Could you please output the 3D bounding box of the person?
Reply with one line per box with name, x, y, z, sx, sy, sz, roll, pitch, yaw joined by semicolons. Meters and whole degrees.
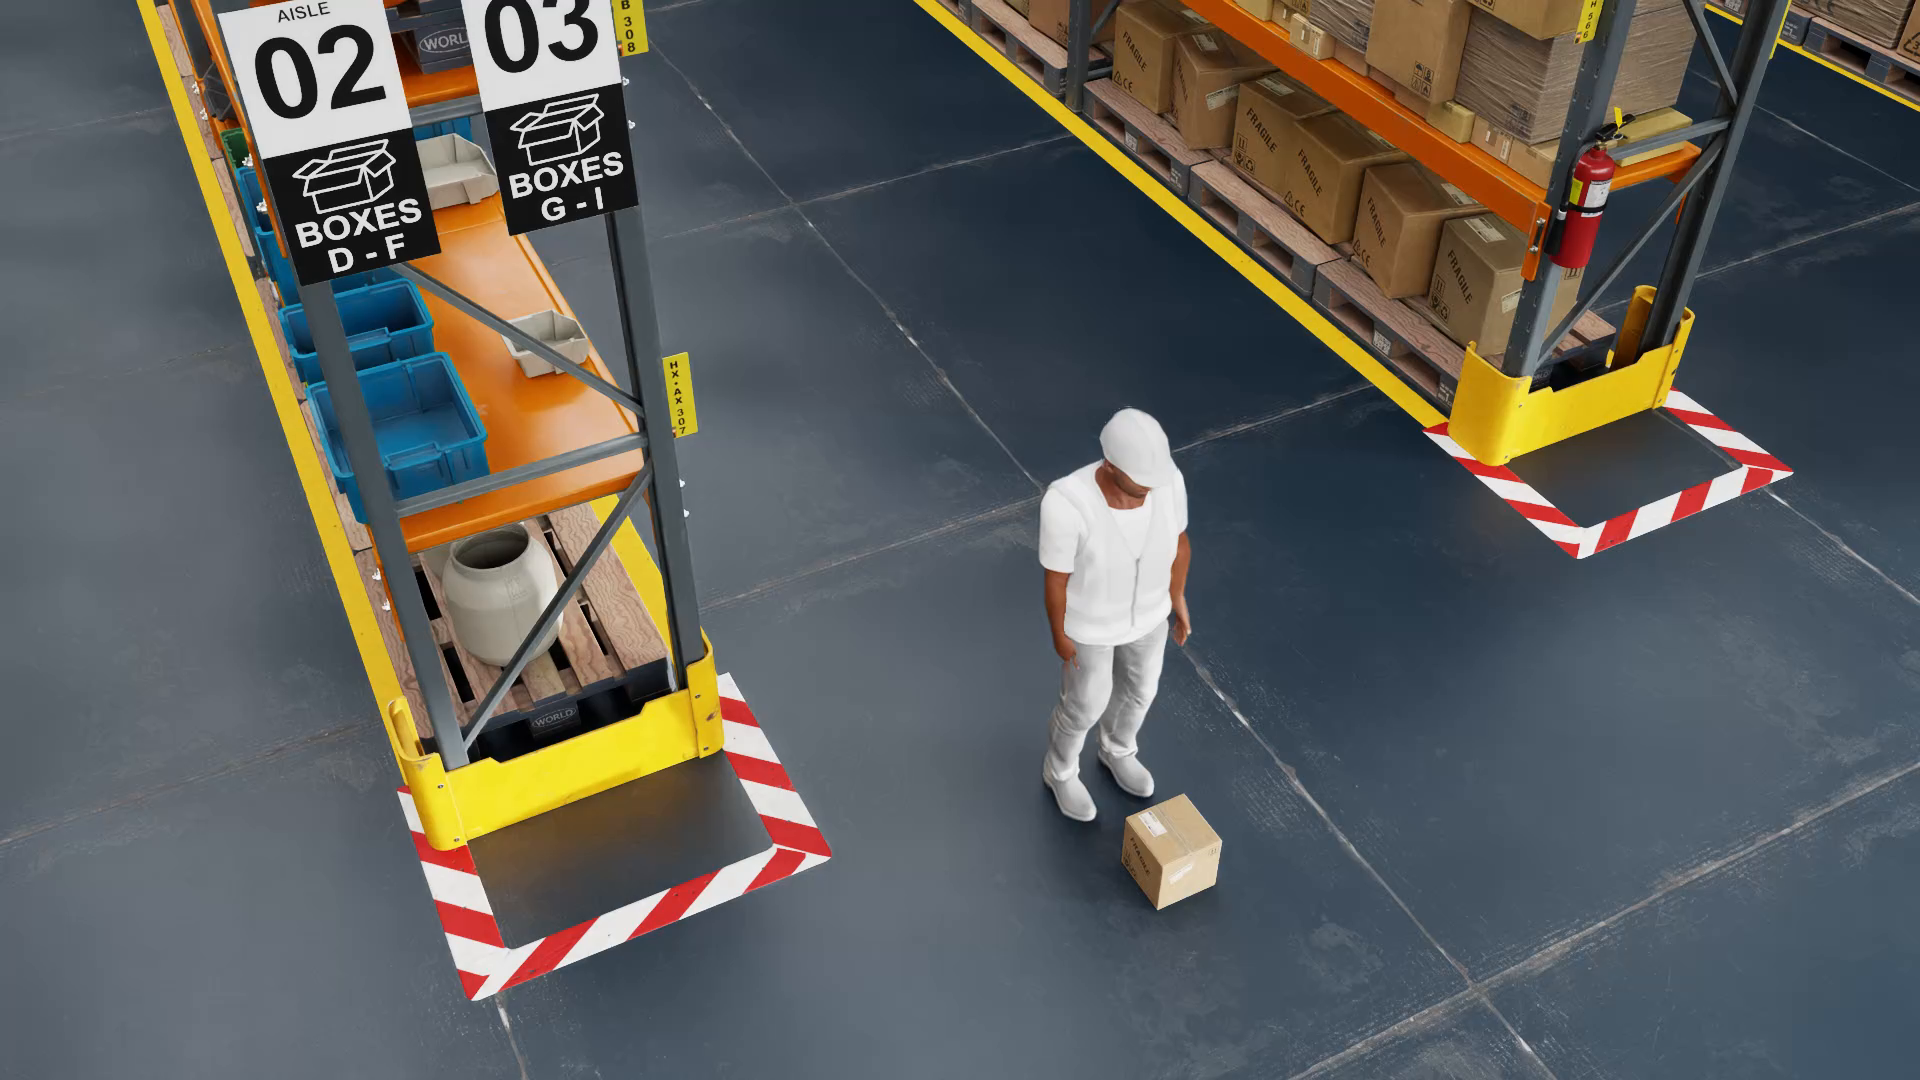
person;0.547;0.257;5.849;0.568;1.758;0.368;-18;44;-20
